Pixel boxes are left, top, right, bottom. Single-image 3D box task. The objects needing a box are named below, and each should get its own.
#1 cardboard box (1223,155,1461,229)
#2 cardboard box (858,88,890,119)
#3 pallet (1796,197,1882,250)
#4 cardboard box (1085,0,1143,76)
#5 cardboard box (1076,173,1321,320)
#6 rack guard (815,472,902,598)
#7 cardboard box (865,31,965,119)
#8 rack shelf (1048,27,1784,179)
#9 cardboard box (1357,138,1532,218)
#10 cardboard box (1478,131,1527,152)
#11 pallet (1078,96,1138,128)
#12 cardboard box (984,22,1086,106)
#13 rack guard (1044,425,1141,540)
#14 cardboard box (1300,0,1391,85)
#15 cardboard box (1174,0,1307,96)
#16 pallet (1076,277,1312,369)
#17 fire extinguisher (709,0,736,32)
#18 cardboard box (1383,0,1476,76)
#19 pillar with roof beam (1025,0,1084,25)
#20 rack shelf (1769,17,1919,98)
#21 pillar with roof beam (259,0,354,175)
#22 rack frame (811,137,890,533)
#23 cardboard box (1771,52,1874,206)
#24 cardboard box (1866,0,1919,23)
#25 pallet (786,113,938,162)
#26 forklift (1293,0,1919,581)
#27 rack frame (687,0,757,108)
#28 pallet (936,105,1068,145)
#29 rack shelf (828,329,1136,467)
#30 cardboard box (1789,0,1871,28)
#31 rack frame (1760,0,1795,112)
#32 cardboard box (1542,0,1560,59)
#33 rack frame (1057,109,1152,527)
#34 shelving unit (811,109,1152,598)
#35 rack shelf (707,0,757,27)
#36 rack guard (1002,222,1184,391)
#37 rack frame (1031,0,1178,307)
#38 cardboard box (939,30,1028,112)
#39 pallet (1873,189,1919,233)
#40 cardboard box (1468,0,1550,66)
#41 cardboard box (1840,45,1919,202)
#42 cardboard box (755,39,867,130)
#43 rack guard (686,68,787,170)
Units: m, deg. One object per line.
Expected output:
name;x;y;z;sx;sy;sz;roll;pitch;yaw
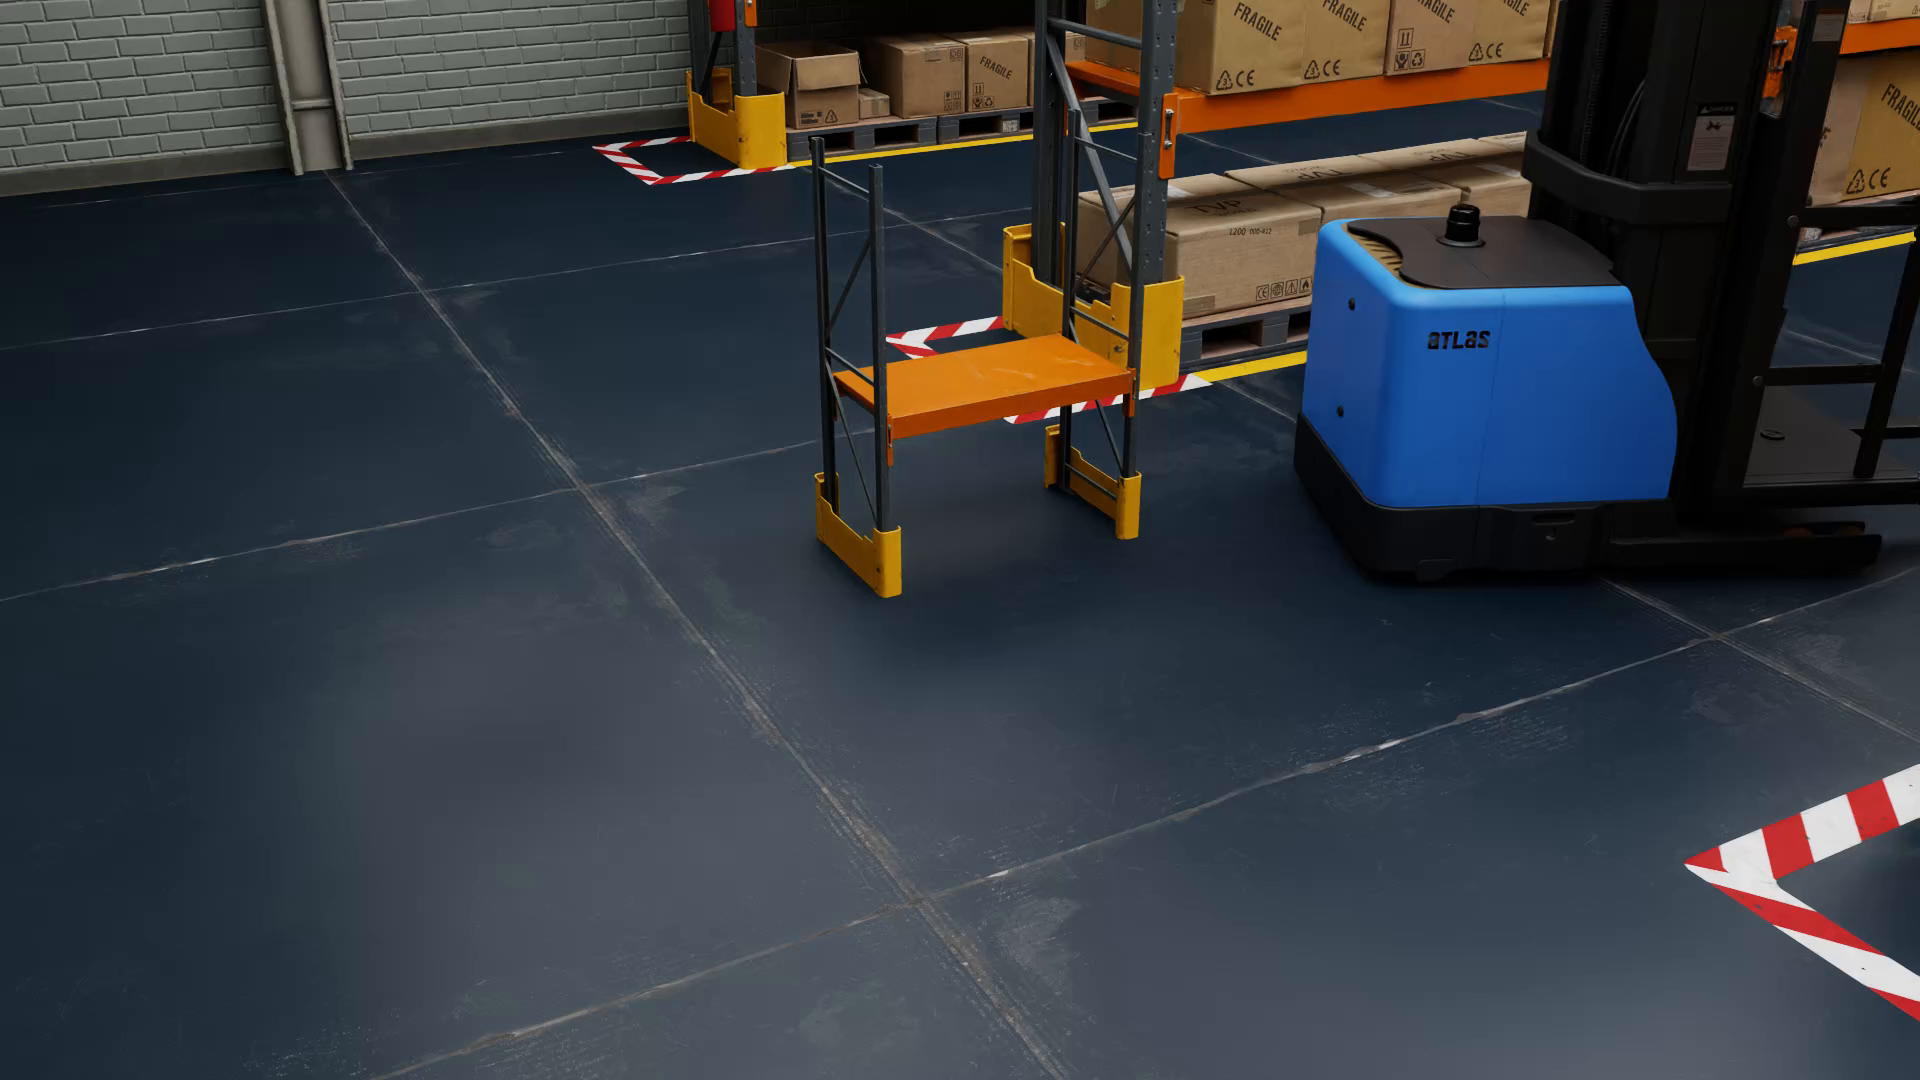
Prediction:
cardboard box;1.982;-1.680;8.758;0.875;0.438;0.875;-12;28;-24
cardboard box;-0.719;-3.242;12.346;0.250;0.149;0.380;-14;29;-27
pallet;4.818;-2.027;10.228;1.213;0.211;1.003;-13;29;-25
cardboard box;0.944;-2.528;7.934;0.500;0.500;0.500;-13;28;-25
cardboard box;1.178;-1.490;8.363;0.875;0.438;0.875;-14;29;-27
rack guard;-0.372;-0.027;6.017;0.087;0.250;0.587;-13;29;-25
cardboard box;-0.339;-3.488;12.453;0.500;0.500;0.700;-12;28;-23
rack shelf;2.408;-2.366;8.544;4.000;0.370;1.077;-13;29;-25
cardboard box;2.778;-1.863;9.139;0.875;0.438;0.875;-14;29;-27
cardboard box;3.568;-2.045;9.520;0.875;0.438;0.875;-13;29;-26
pallet;1.227;-3.596;13.497;1.213;0.211;1.003;-13;29;-25
cardboard box;0.577;-3.700;12.893;0.500;0.500;0.700;-14;29;-27
rack guard;0.507;-0.230;6.439;0.087;0.250;0.587;-13;29;-25
cardboard box;1.635;-2.430;7.731;0.500;0.500;0.500;-13;29;-26
cardboard box;1.202;-2.317;7.494;0.500;0.500;0.500;-13;29;-25
pallet;1.312;-1.219;8.545;1.213;0.211;1.003;-13;29;-25
fire extinguisher;-1.608;-3.769;11.154;0.183;0.674;0.296;-13;29;-25
cardboard box;2.092;-2.527;7.932;0.500;0.500;0.500;-13;29;-25
pillar with roof beam;2.821;-6.256;8.882;0.400;9.000;9.100;-13;29;-25
rack shelf;5.937;-3.181;10.241;4.000;0.370;1.077;-13;29;-25
pillar with roof beam;-2.474;-5.034;6.337;0.400;9.000;9.100;-13;29;-25
rack frame;-0.373;-0.590;5.746;0.032;1.500;0.500;-13;29;-25
cardboard box;4.682;-2.486;9.933;0.875;0.875;0.875;-12;28;-24
cardboard box;5.141;-3.125;9.467;0.500;0.250;0.500;-14;29;-26
pallet;-0.926;-3.099;12.462;1.213;0.211;1.003;-13;29;-25
forklift;2.888;-1.423;5.828;3.031;2.935;1.130;-2;26;-4
rack frame;-1.696;-4.178;11.487;0.127;3.000;1.000;-13;29;-25
pallet;0.149;-3.346;12.976;1.213;0.211;1.003;-13;29;-25
rack shelf;0.075;-0.531;6.039;1.000;0.185;0.538;-13;29;-25
cardboard box;4.685;-3.019;9.246;0.500;0.250;0.500;-14;29;-26
rack frame;4.172;-3.098;9.237;0.127;3.000;1.000;-13;29;-25
cardboard box;2.995;-2.736;8.368;0.500;0.500;0.500;-13;29;-26
rack frame;0.524;-0.797;6.177;0.032;1.500;0.500;-13;29;-25
shelving unit;0.067;-0.692;5.958;1.083;1.500;0.587;-13;29;-25
rack shelf;0.069;-4.261;12.491;4.000;0.370;1.077;-13;29;-25
rack guard;0.622;-1.152;8.071;0.348;0.500;1.175;-13;29;-25
rack frame;0.643;-2.283;7.540;0.127;3.000;1.000;-13;29;-25
cardboard box;0.174;-3.558;12.598;0.500;0.500;0.500;-12;28;-24
pallet;5.896;-2.277;10.749;1.213;0.211;1.003;-13;29;-25
cardboard box;2.526;-2.635;8.158;0.500;0.500;0.500;-12;28;-23
cardboard box;5.475;-2.673;10.322;0.875;0.875;0.875;-12;28;-24
cardboard box;-1.112;-3.331;12.120;0.637;0.503;0.797;-14;29;-27
rack guard;-1.629;-3.067;12.060;0.348;0.500;1.175;-13;29;-25
